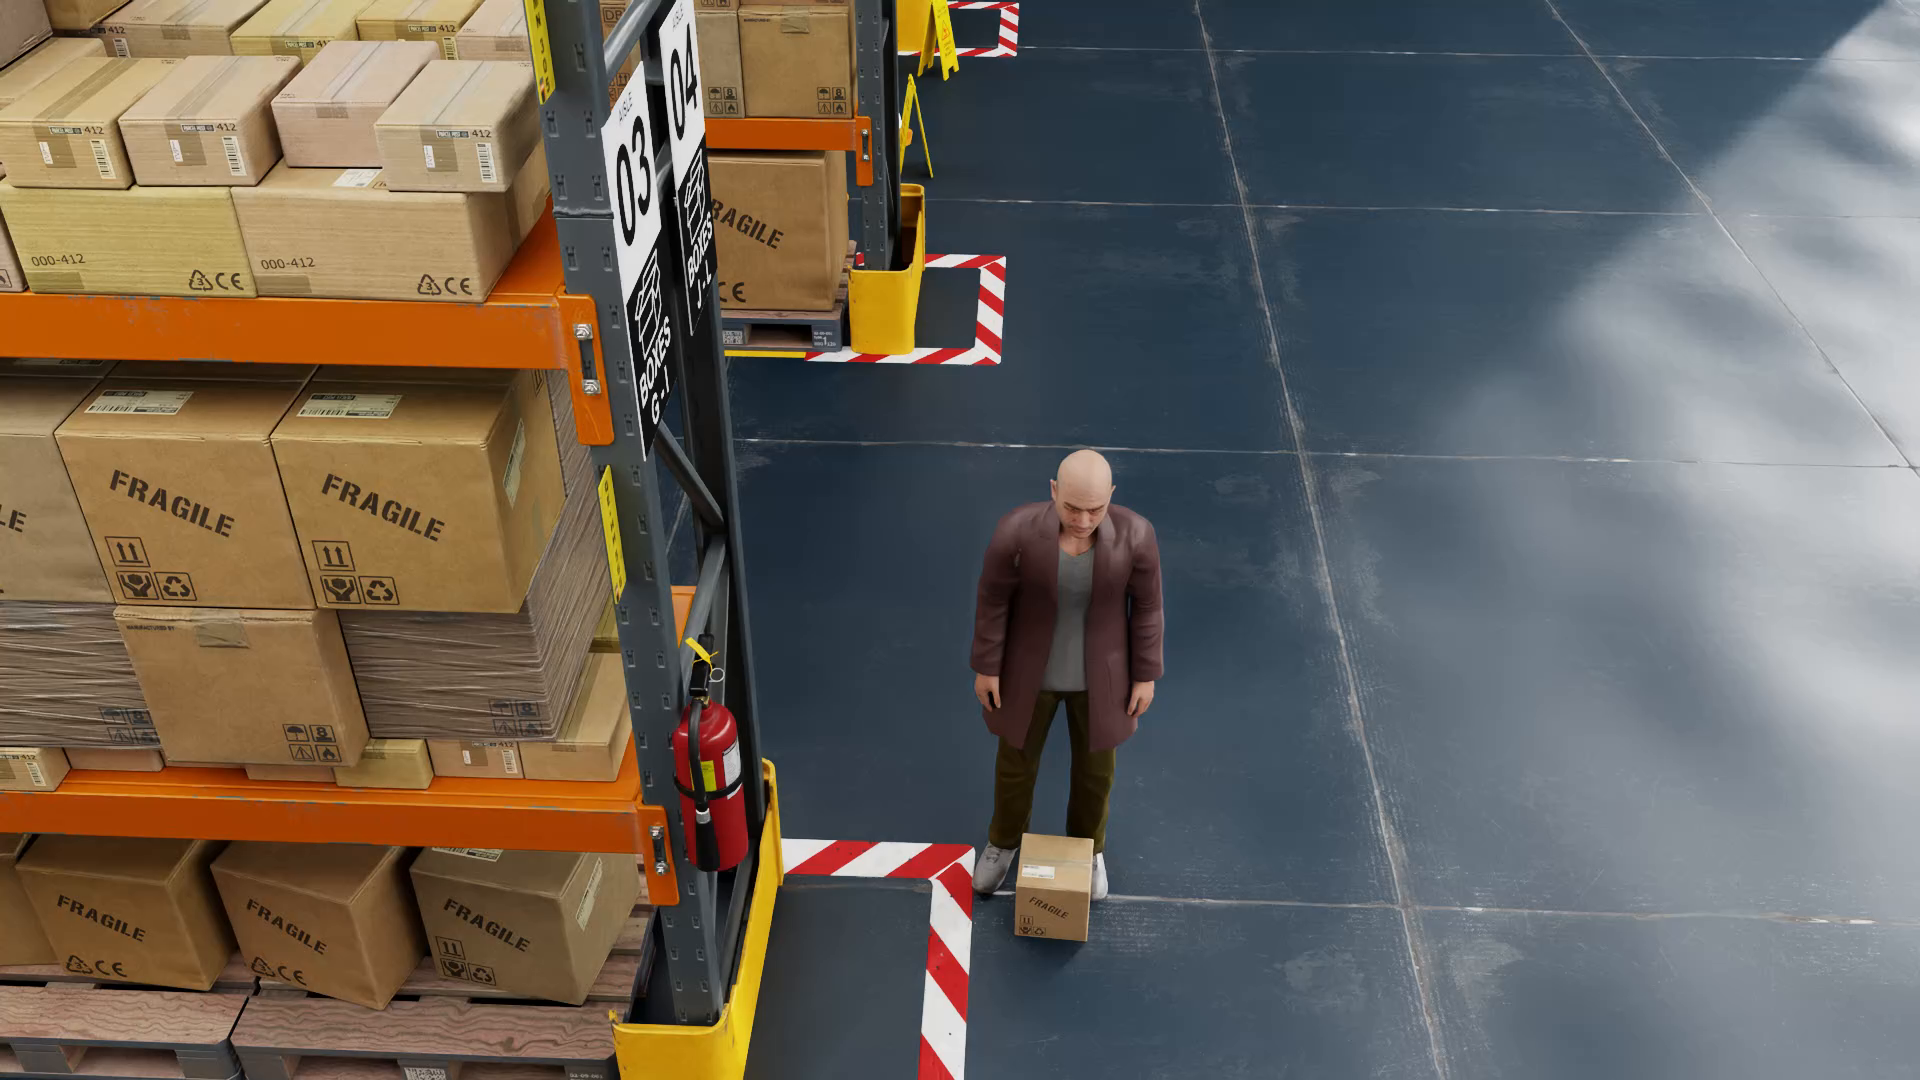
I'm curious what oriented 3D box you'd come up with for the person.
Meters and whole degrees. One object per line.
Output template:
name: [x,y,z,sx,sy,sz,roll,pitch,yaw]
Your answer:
person: [0.353,0.444,5.531,0.645,1.772,0.429,2,35,3]
